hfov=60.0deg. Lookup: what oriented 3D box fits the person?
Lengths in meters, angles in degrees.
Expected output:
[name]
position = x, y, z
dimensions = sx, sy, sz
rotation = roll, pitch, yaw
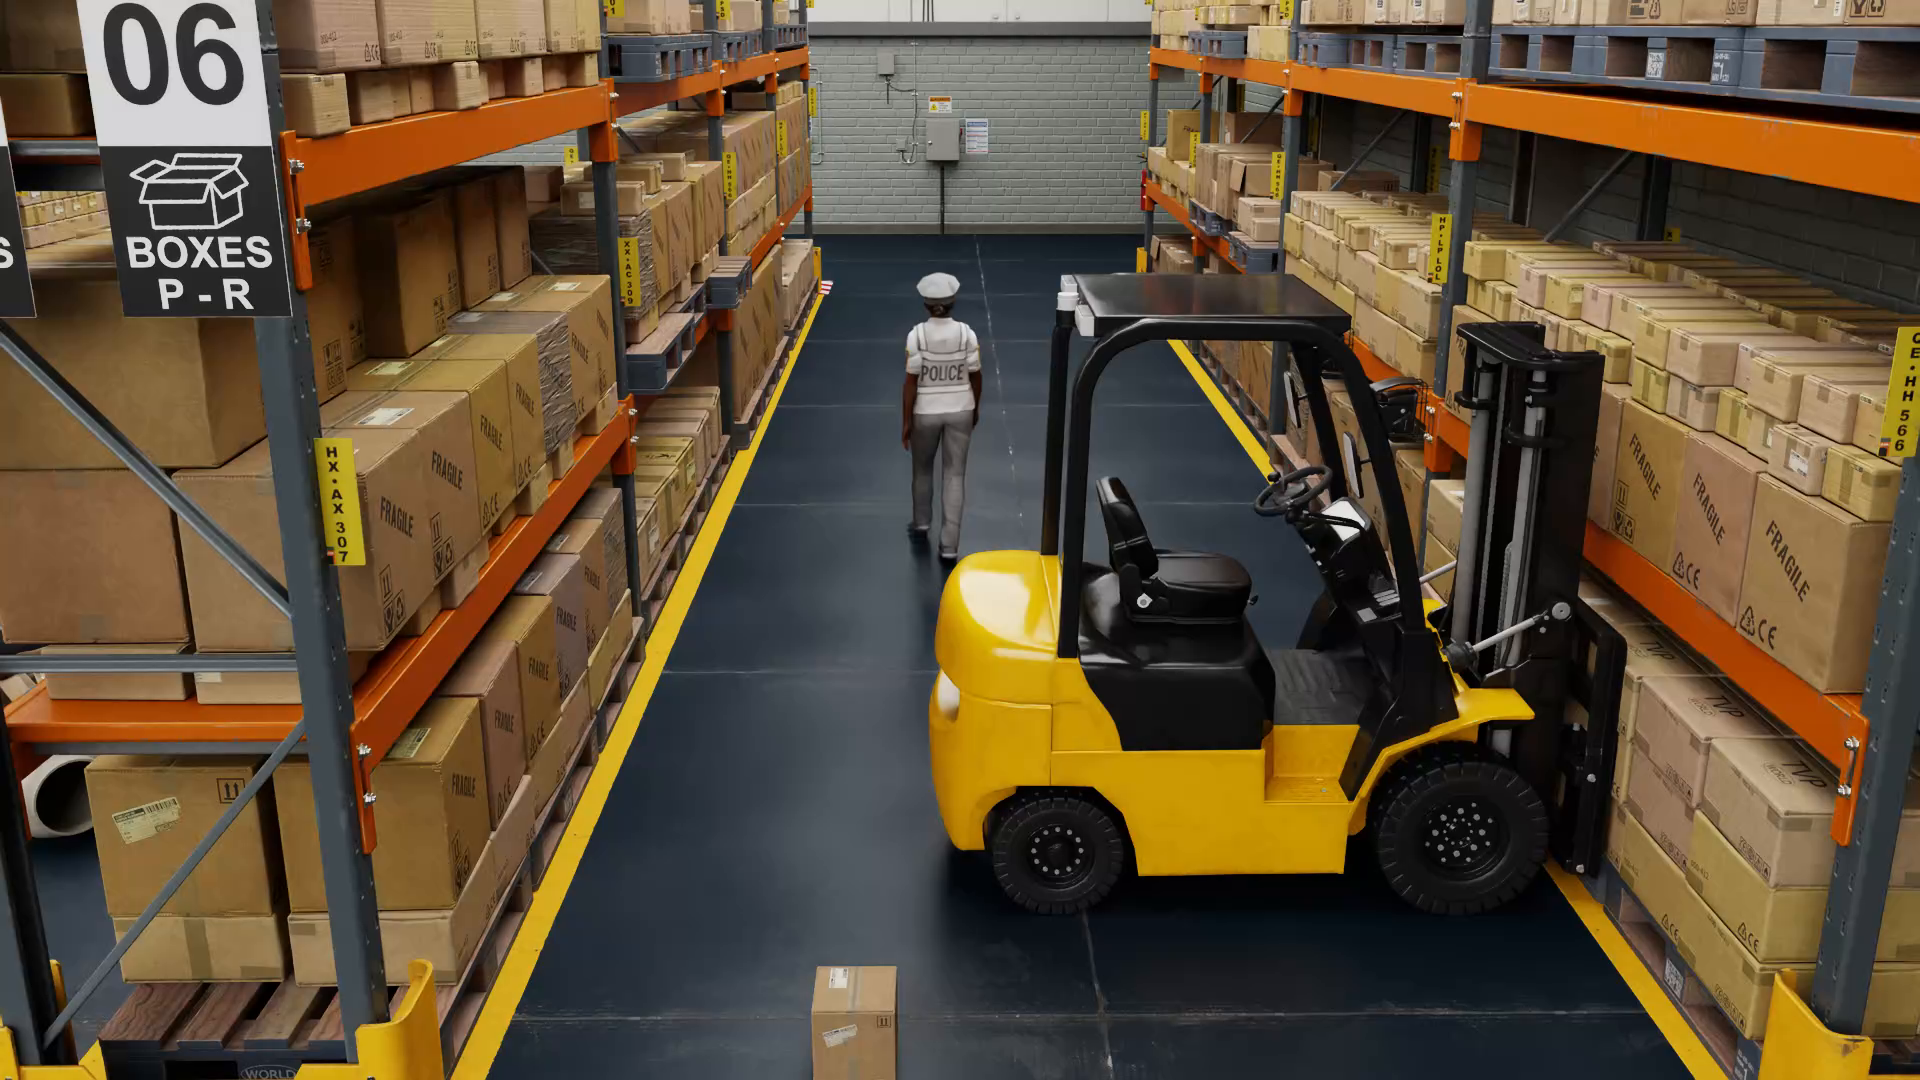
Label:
[person]
position = -0.112, -0.765, 9.944
dimensions = 0.484, 1.675, 0.862
rotation = -1, 17, -3
